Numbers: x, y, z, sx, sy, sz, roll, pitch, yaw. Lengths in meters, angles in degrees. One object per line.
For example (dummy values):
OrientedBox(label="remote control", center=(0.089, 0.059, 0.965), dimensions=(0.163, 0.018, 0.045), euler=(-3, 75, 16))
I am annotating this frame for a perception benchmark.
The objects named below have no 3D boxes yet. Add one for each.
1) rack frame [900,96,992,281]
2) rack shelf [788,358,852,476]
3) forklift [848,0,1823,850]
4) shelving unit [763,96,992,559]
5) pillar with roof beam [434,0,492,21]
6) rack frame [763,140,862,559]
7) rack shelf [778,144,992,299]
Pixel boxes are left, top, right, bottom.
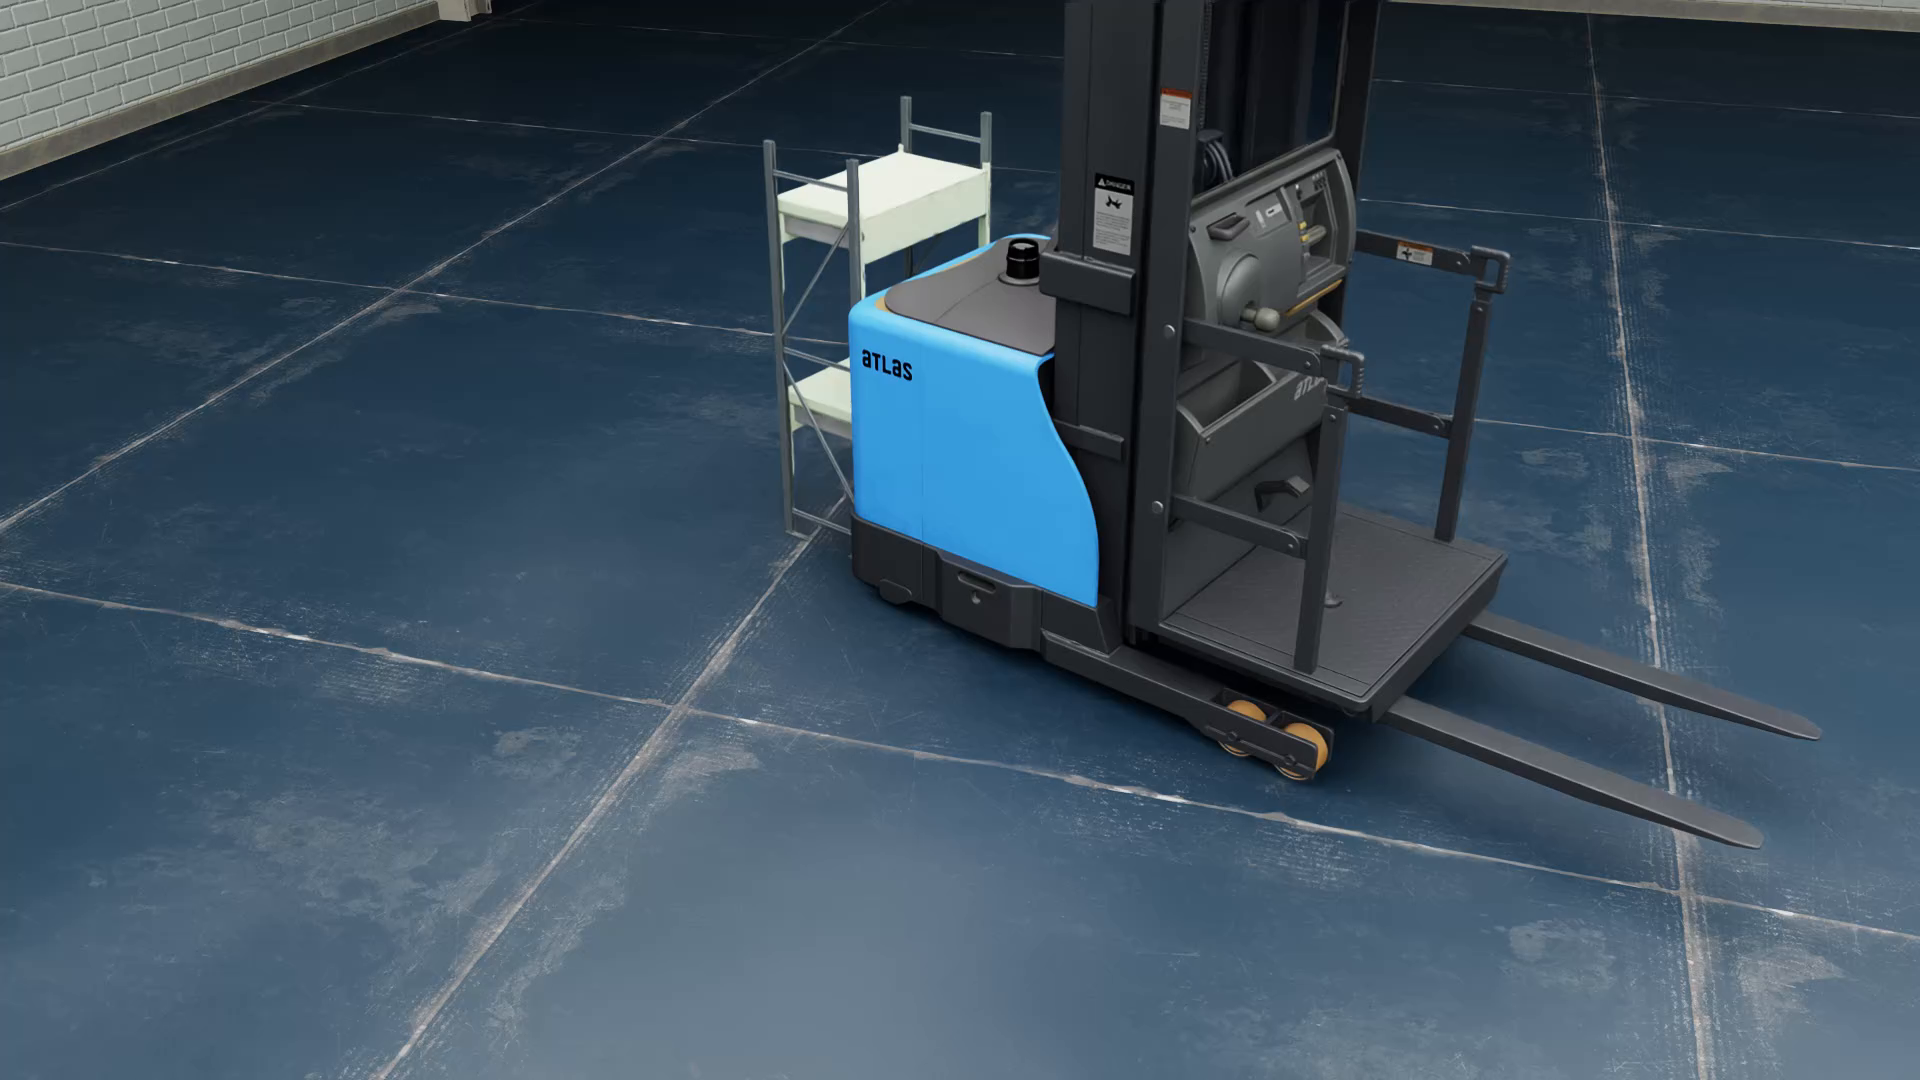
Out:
OrientedBox(label="rack frame", center=(-0.052, -0.910, 6.343), dimensions=(0.400, 1.500, 0.023), euler=(20, 35, 32))
OrientedBox(label="rack shelf", center=(-0.273, -0.483, 6.246), dimensions=(0.431, 0.370, 0.720), euler=(20, 35, 32))
OrientedBox(label="forklift", center=(1.093, -0.858, 4.777), dimensions=(3.031, 2.935, 1.130), euler=(21, 35, 32))
OrientedBox(label="shelving unit", center=(-0.273, -0.768, 6.087), dimensions=(0.431, 1.500, 0.755), euler=(20, 35, 32))
OrientedBox(label="pillar with roof beam", center=(-0.182, -7.867, 11.136), dimensions=(9.100, 9.000, 0.400), euler=(8, 30, 15))
OrientedBox(label="rack frame", center=(-0.494, -0.626, 5.832), dimensions=(0.400, 1.500, 0.023), euler=(20, 35, 32))
OrientedBox(label="rack shelf", center=(-0.273, -1.109, 5.898), dimensions=(0.431, 0.370, 0.720), euler=(20, 35, 32))
